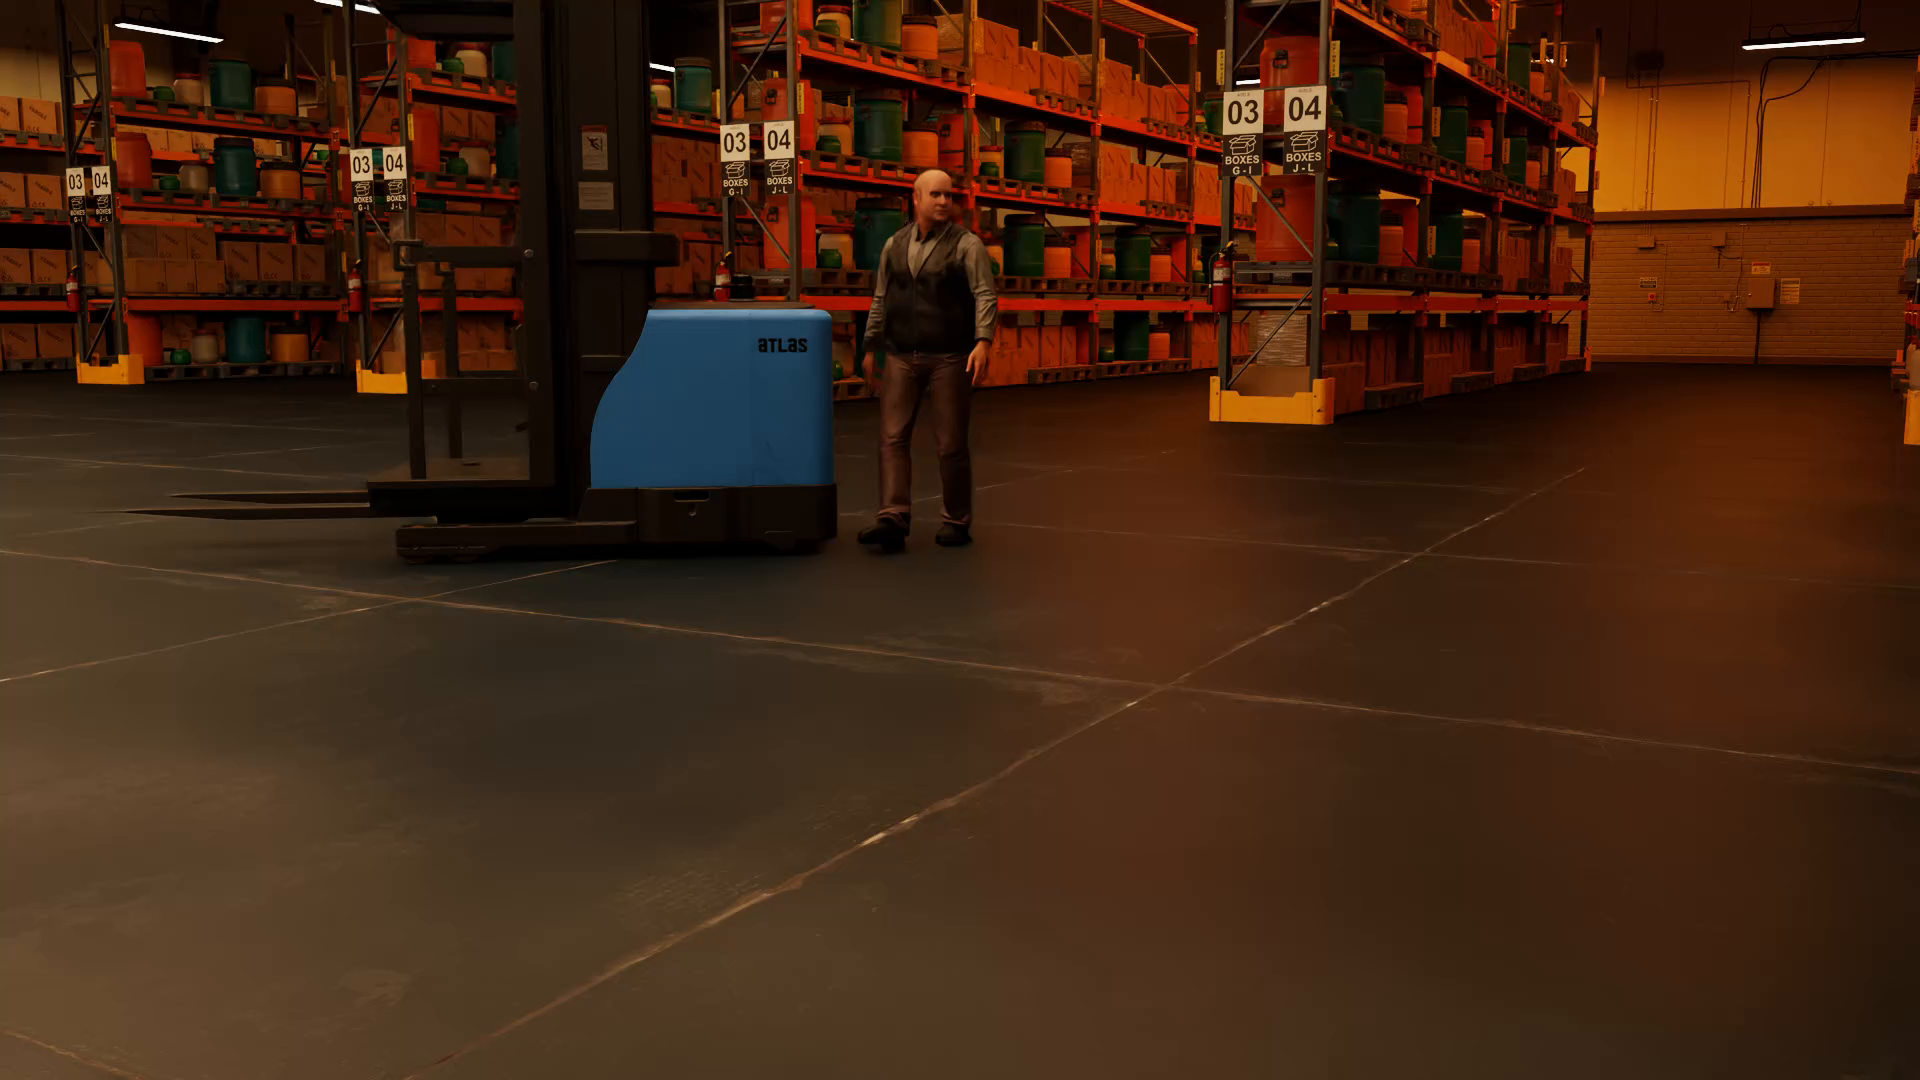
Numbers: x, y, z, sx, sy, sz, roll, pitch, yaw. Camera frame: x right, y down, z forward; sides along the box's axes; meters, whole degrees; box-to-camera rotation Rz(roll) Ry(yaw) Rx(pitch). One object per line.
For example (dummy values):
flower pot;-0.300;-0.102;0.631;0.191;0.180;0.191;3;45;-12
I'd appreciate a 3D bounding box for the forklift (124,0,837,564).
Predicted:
forklift;-2.106;-1.428;7.437;3.031;2.935;1.130;-1;8;-8

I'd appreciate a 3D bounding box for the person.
person;-0.177;-0.801;7.439;0.707;1.693;0.785;3;8;19
